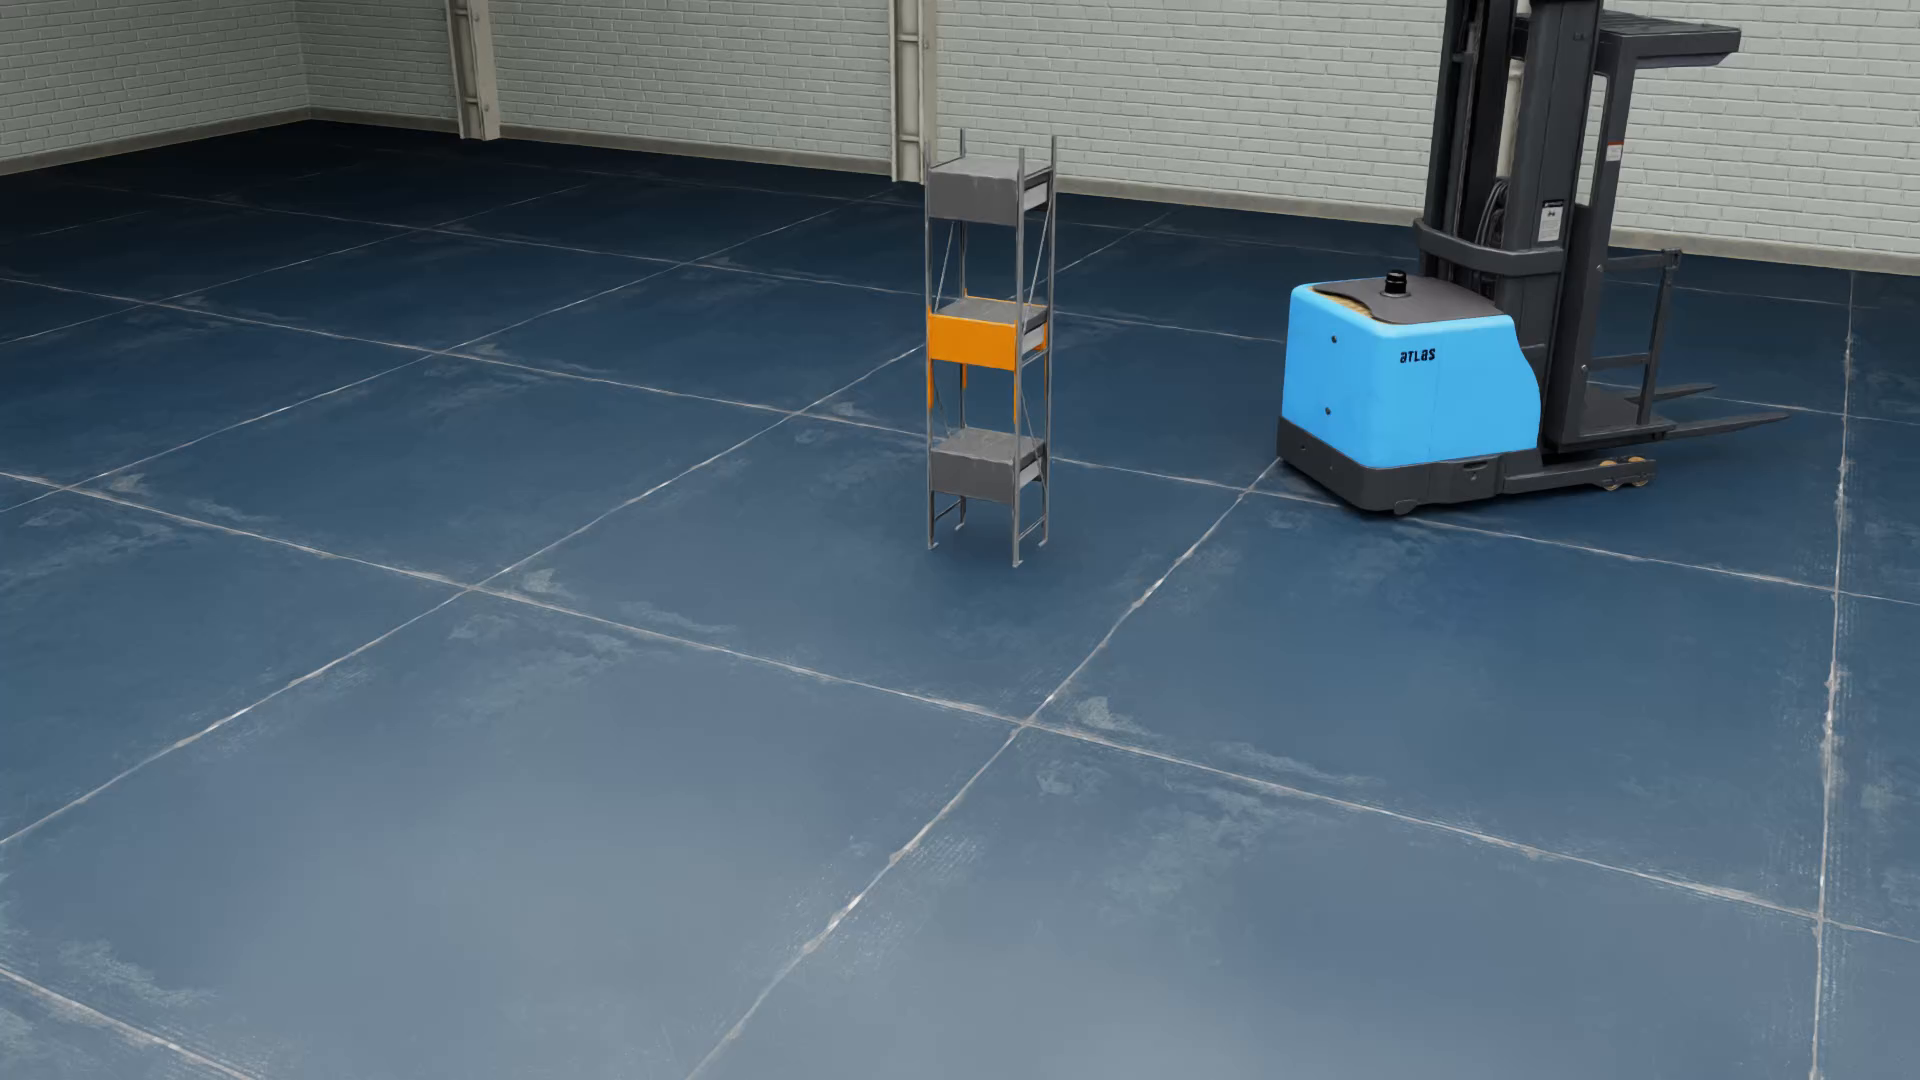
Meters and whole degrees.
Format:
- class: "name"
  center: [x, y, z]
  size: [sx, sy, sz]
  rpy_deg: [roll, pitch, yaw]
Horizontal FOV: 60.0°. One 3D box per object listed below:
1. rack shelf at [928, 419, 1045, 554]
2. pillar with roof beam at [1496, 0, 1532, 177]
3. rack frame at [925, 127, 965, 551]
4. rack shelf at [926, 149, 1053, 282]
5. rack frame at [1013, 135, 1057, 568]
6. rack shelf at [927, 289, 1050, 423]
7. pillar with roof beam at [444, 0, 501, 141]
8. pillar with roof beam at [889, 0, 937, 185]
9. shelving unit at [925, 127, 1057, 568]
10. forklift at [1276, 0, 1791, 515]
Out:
- class: "rack shelf"
  center: [0.148, -0.280, 8.550]
  size: [0.480, 0.518, 0.431]
  rpy_deg: [11, 25, 25]
- class: "pillar with roof beam"
  center: [2.925, -5.426, 10.011]
  size: [0.400, 9.000, 9.100]
  rpy_deg: [11, 25, 25]
- class: "rack frame"
  center: [-0.070, -0.980, 8.372]
  size: [0.015, 2.100, 0.400]
  rpy_deg: [11, 25, 25]
- class: "rack shelf"
  center: [0.148, -1.569, 8.002]
  size: [0.480, 0.518, 0.431]
  rpy_deg: [11, 25, 25]
- class: "rack frame"
  center: [0.365, -0.894, 8.169]
  size: [0.015, 2.100, 0.400]
  rpy_deg: [11, 25, 25]
- class: "rack shelf"
  center: [0.148, -0.924, 8.276]
  size: [0.480, 0.518, 0.431]
  rpy_deg: [11, 25, 25]
- class: "pillar with roof beam"
  center: [-7.784, -7.545, 14.993]
  size: [0.400, 9.000, 9.100]
  rpy_deg: [11, 25, 25]
- class: "pillar with roof beam"
  center: [-2.430, -6.486, 12.502]
  size: [0.400, 9.000, 9.100]
  rpy_deg: [11, 25, 25]
- class: "shelving unit"
  center: [0.148, -0.937, 8.270]
  size: [0.503, 2.100, 0.431]
  rpy_deg: [11, 25, 25]
- class: "forklift"
  center: [3.428, -1.817, 9.276]
  size: [3.031, 2.935, 1.130]
  rpy_deg: [-8, 24, -18]
